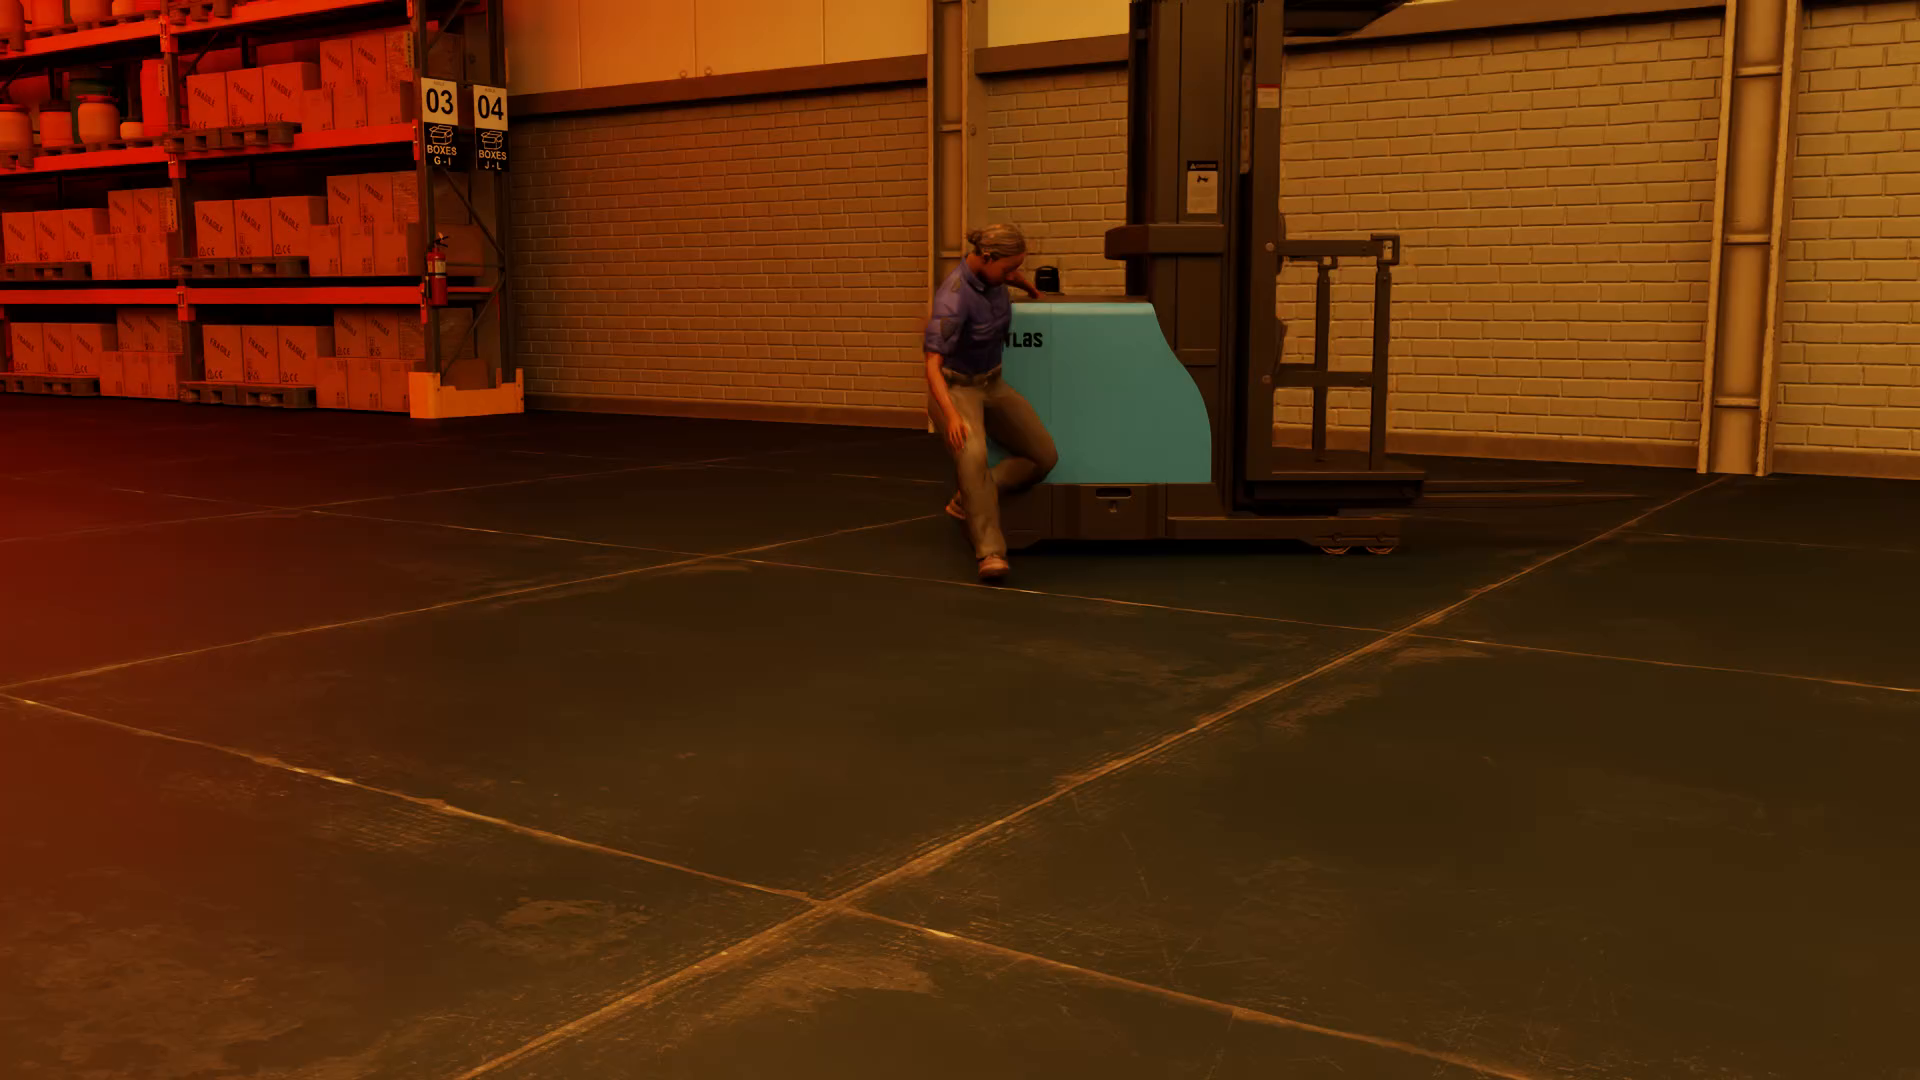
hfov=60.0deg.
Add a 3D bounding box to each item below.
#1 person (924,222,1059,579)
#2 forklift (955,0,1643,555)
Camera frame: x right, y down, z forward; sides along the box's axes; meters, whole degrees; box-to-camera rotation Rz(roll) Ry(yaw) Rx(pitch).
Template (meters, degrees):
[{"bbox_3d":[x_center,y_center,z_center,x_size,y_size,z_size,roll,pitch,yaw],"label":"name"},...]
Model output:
[{"bbox_3d":[0.152,-0.580,6.778,0.751,1.387,1.097,6,10,37],"label":"person"},{"bbox_3d":[1.506,-1.461,7.468,3.031,2.935,1.130,0,8,-2],"label":"forklift"}]
